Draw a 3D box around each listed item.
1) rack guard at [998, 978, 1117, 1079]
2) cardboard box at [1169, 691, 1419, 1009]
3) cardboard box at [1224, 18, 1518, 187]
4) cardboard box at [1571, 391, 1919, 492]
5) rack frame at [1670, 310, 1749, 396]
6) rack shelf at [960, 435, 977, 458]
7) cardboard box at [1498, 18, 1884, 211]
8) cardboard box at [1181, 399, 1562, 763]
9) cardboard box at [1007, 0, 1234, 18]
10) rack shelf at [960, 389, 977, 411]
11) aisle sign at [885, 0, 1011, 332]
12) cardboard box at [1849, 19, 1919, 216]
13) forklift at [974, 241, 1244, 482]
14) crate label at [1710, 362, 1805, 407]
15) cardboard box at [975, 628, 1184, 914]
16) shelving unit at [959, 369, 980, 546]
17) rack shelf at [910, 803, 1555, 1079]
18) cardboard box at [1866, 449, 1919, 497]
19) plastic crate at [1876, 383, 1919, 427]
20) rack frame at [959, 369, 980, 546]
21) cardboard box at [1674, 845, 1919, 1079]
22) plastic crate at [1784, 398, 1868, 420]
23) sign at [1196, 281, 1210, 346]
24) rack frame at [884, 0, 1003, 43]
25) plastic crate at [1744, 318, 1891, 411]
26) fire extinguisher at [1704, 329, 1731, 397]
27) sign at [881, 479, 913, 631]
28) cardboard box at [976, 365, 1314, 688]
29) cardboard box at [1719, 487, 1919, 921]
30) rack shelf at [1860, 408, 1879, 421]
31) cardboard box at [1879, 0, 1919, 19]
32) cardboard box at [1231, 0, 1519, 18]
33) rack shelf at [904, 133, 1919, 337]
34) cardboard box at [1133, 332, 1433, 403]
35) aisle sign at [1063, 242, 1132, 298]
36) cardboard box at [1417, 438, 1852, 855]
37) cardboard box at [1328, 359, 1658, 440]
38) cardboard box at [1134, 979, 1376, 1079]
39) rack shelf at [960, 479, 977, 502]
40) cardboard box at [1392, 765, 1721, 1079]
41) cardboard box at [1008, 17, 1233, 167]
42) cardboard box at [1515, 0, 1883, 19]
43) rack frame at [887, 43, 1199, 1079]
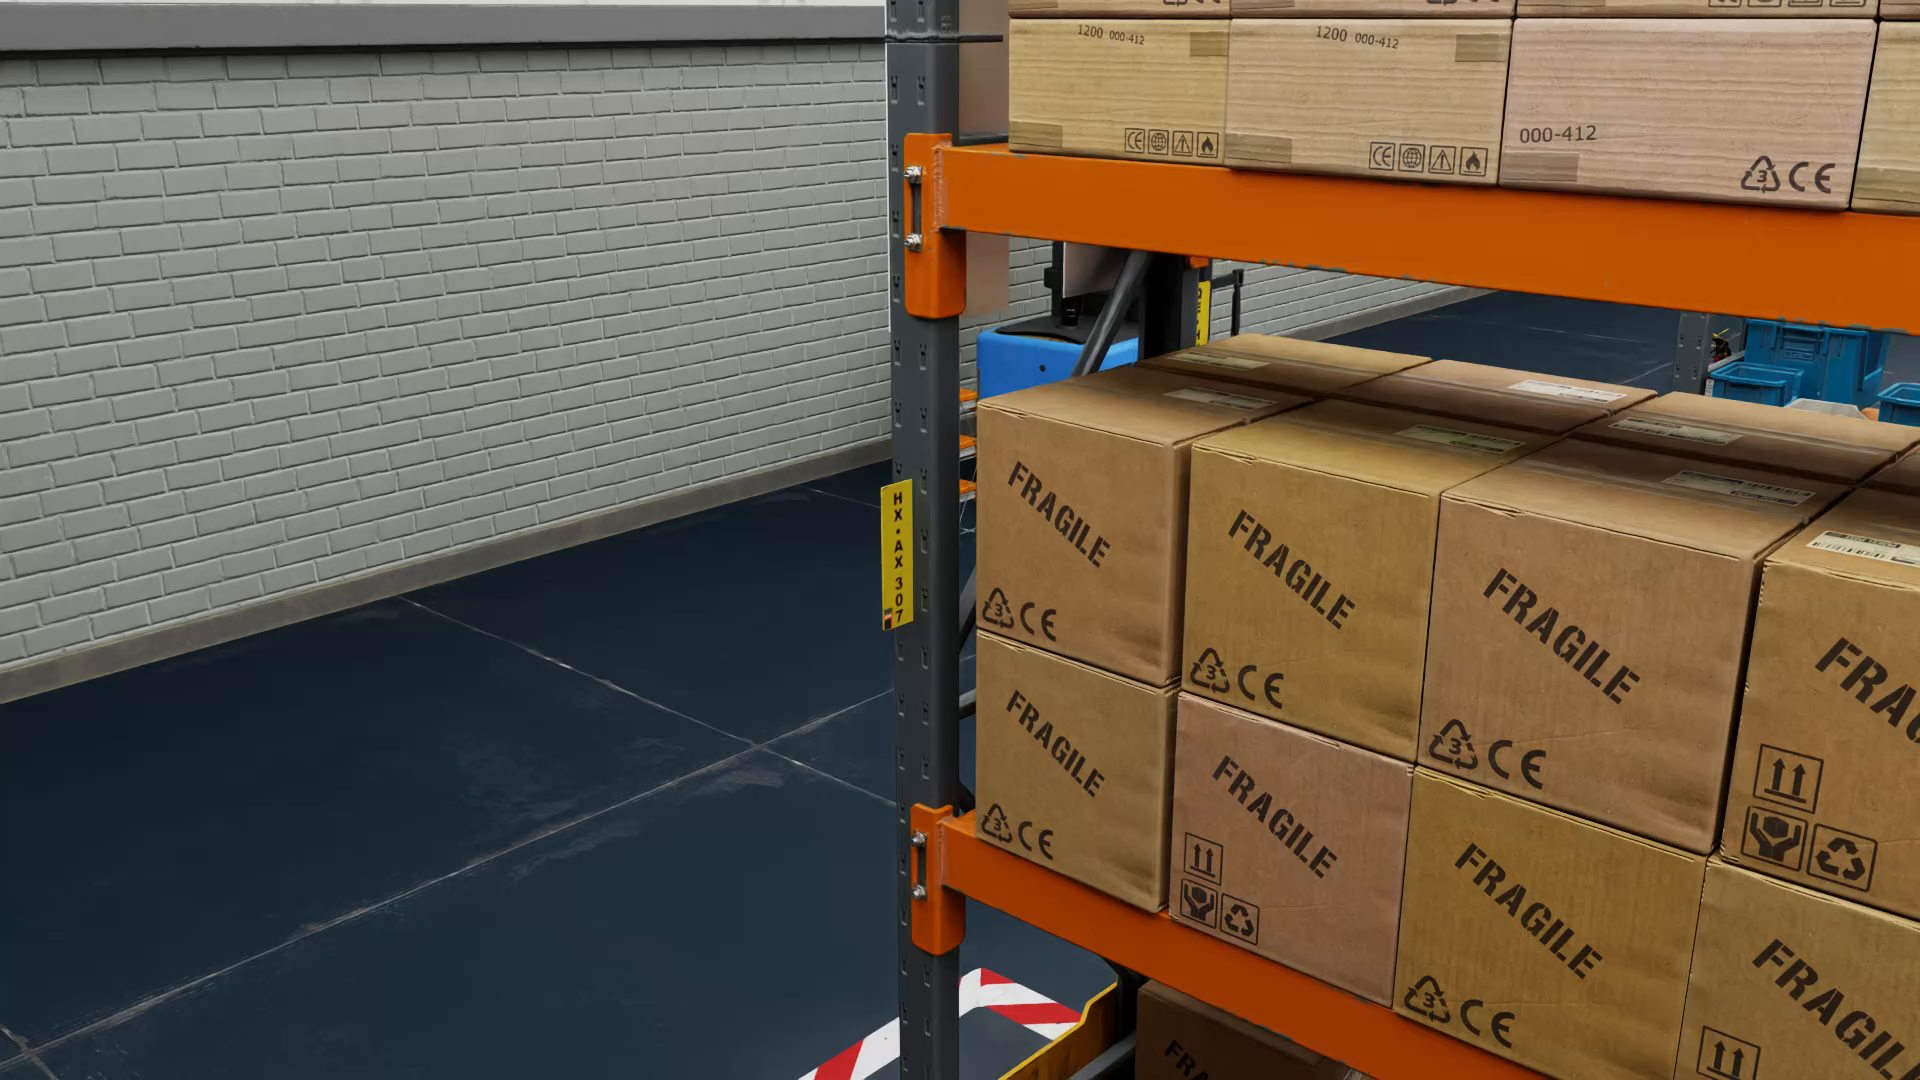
[{"bbox_3d":[0.283,1.529,4.466,0.348,0.500,1.175,15,23,39],"label":"rack guard"},{"bbox_3d":[0.773,0.526,3.330,0.500,0.500,0.500,15,23,39],"label":"cardboard box"},{"bbox_3d":[0.807,-0.772,2.873,0.500,0.250,0.500,15,23,39],"label":"cardboard box"},{"bbox_3d":[1.511,0.030,3.241,0.500,0.500,0.500,16,24,41],"label":"cardboard box"},{"bbox_3d":[3.517,-0.797,7.665,0.127,3.000,1.000,15,23,39],"label":"rack frame"},{"bbox_3d":[-0.040,-0.501,9.990,0.240,0.259,0.215,15,23,39],"label":"rack shelf"},{"bbox_3d":[1.182,-0.672,2.558,0.500,0.250,0.500,15,23,39],"label":"cardboard box"},{"bbox_3d":[0.779,0.050,3.176,0.500,0.500,0.500,15,23,40],"label":"cardboard box"},{"bbox_3d":[0.438,-1.112,3.119,0.500,0.250,0.500,15,23,39],"label":"cardboard box"},{"bbox_3d":[-0.040,-0.772,9.904,0.240,0.259,0.215,15,23,39],"label":"rack shelf"},{"bbox_3d":[-0.020,-0.864,3.577,0.004,0.787,0.394,15,23,39],"label":"aisle sign"},{"bbox_3d":[1.560,-0.573,2.246,0.500,0.250,0.500,15,23,39],"label":"cardboard box"},{"bbox_3d":[1.374,-2.000,11.570,1.130,2.935,3.031,13,22,34],"label":"forklift"},{"bbox_3d":[3.483,-0.622,7.290,0.303,0.233,0.416,15,23,39],"label":"crate label"},{"bbox_3d":[0.383,0.424,3.652,0.500,0.500,0.500,16,23,40],"label":"cardboard box"},{"bbox_3d":[-0.040,-0.511,9.987,0.252,1.050,0.215,15,23,39],"label":"shelving unit"},{"bbox_3d":[1.722,1.067,2.980,4.000,0.370,1.077,15,23,39],"label":"rack shelf"},{"bbox_3d":[1.895,0.133,2.916,0.500,0.500,0.500,16,24,41],"label":"cardboard box"},{"bbox_3d":[3.976,-0.490,6.874,0.300,0.233,0.416,15,23,39],"label":"plastic crate"},{"bbox_3d":[0.051,-0.487,9.910,0.008,1.050,0.200,15,23,39],"label":"rack frame"},{"bbox_3d":[1.519,0.728,2.693,0.500,0.500,0.500,15,23,40],"label":"cardboard box"},{"bbox_3d":[3.668,-0.493,7.043,0.298,0.136,0.250,15,23,39],"label":"plastic crate"},{"bbox_3d":[0.610,-0.501,4.296,0.005,0.325,0.100,15,23,39],"label":"sign"},{"bbox_3d":[0.226,-2.537,3.229,0.127,3.000,1.000,15,23,39],"label":"rack frame"},{"bbox_3d":[3.891,-0.818,7.572,0.499,0.435,0.616,15,23,39],"label":"plastic crate"},{"bbox_3d":[3.706,-0.716,8.153,0.183,0.674,0.296,15,23,39],"label":"fire extinguisher"},{"bbox_3d":[-0.134,0.033,3.618,0.005,0.325,0.100,15,23,39],"label":"sign"},{"bbox_3d":[0.383,-0.053,3.501,0.500,0.500,0.500,16,24,41],"label":"cardboard box"},{"bbox_3d":[1.531,0.254,2.535,0.500,0.500,0.500,15,23,39],"label":"cardboard box"},{"bbox_3d":[5.013,-0.053,6.509,4.000,0.370,1.077,15,23,39],"label":"rack shelf"},{"bbox_3d":[1.557,-0.810,2.167,0.500,0.250,0.500,15,23,39],"label":"cardboard box"},{"bbox_3d":[0.807,-1.010,2.797,0.500,0.250,0.500,15,23,39],"label":"cardboard box"},{"bbox_3d":[1.722,-0.363,2.526,4.000,0.370,1.077,15,23,39],"label":"rack shelf"},{"bbox_3d":[0.742,-0.174,3.884,0.500,0.500,0.500,15,23,39],"label":"cardboard box"},{"bbox_3d":[0.379,-0.999,4.004,0.004,0.787,0.394,15,23,39],"label":"aisle sign"},{"bbox_3d":[1.150,0.152,2.856,0.500,0.500,0.500,15,23,40],"label":"cardboard box"},{"bbox_3d":[1.120,-0.073,3.565,0.500,0.500,0.500,16,24,41],"label":"cardboard box"},{"bbox_3d":[0.796,1.358,4.279,0.500,0.500,0.500,15,23,39],"label":"cardboard box"},{"bbox_3d":[-0.040,-0.236,10.074,0.240,0.259,0.215,15,23,39],"label":"rack shelf"},{"bbox_3d":[1.146,0.628,3.010,0.500,0.500,0.500,15,23,39],"label":"cardboard box"},{"bbox_3d":[0.442,-0.875,3.199,0.500,0.250,0.500,15,23,39],"label":"cardboard box"},{"bbox_3d":[1.185,-0.911,2.486,0.500,0.250,0.500,15,23,39],"label":"cardboard box"},{"bbox_3d":[0.226,0.323,4.136,0.127,3.000,1.000,15,23,39],"label":"rack frame"}]
